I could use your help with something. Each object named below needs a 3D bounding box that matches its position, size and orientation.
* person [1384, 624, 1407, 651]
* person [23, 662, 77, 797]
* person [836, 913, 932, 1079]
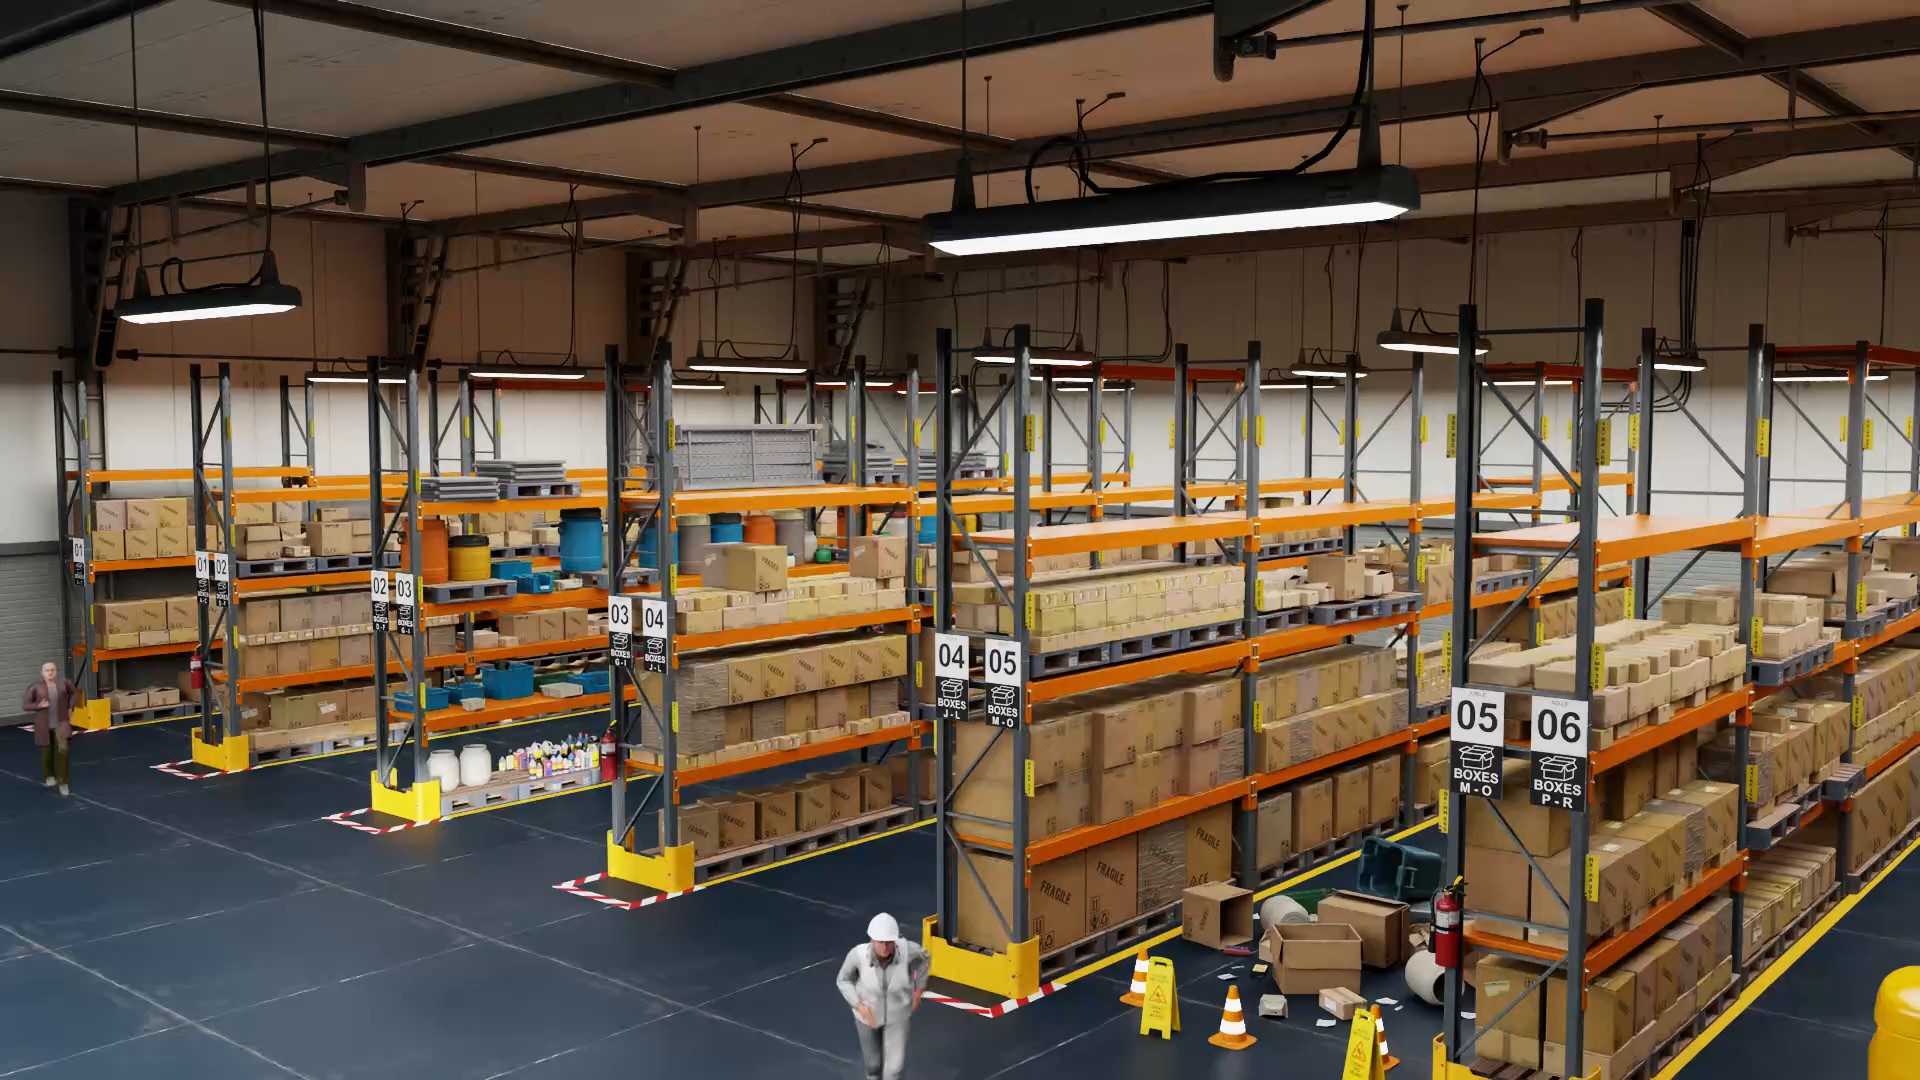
[{"bbox_3d":[7.688,2.270,29.040,0.632,1.625,0.516,1,4,18],"label":"person"},{"bbox_3d":[-12.591,2.608,23.053,0.693,1.840,0.850,-3,5,-32],"label":"person"},{"bbox_3d":[-0.561,3.465,12.084,0.697,1.732,1.045,-1,4,-9],"label":"person"}]
